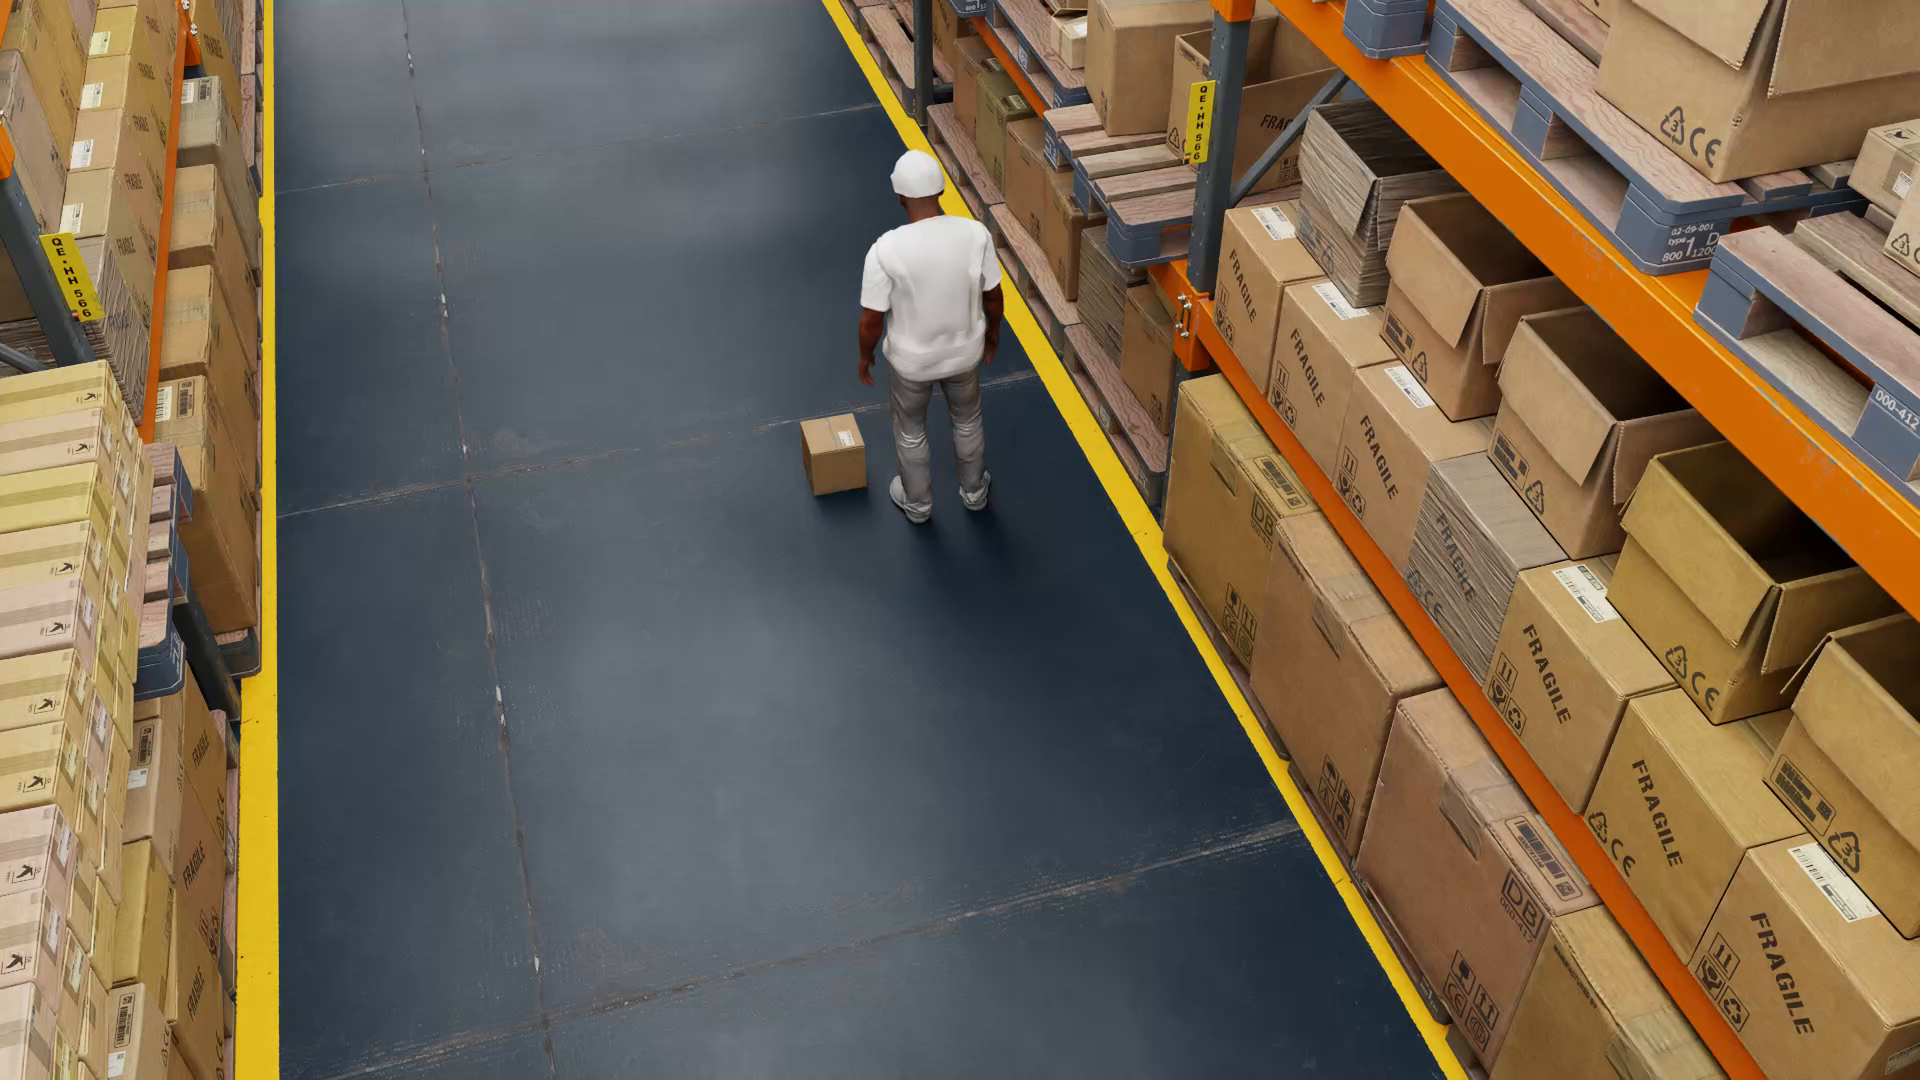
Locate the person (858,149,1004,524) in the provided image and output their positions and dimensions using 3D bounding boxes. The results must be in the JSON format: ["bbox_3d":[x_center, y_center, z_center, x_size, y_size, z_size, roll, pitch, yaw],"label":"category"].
[{"bbox_3d":[-0.124,-0.827,7.065,0.636,1.761,0.454,-12,43,-13],"label":"person"}]
